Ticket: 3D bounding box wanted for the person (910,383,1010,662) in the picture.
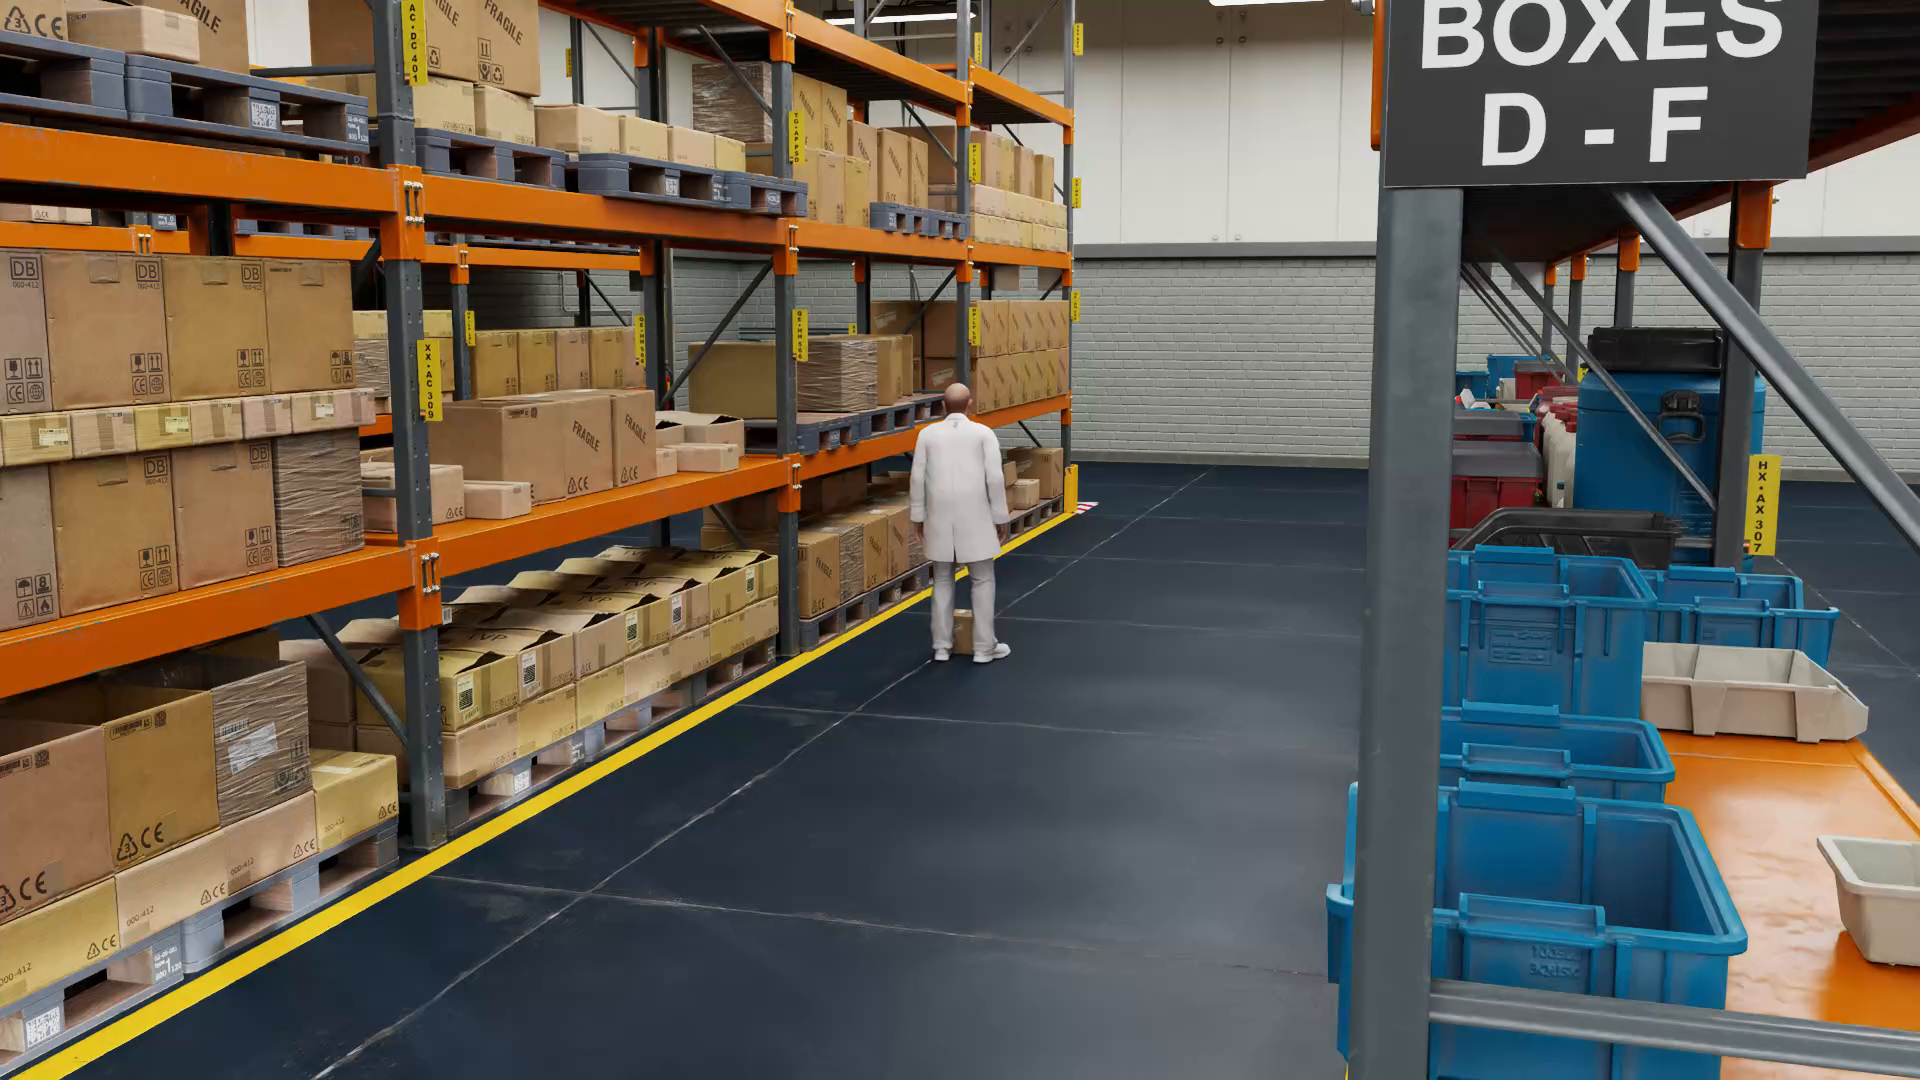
[{"bbox_3d":[-0.007,-0.113,10.669,0.655,1.775,0.423,2,8,14],"label":"person"}]
